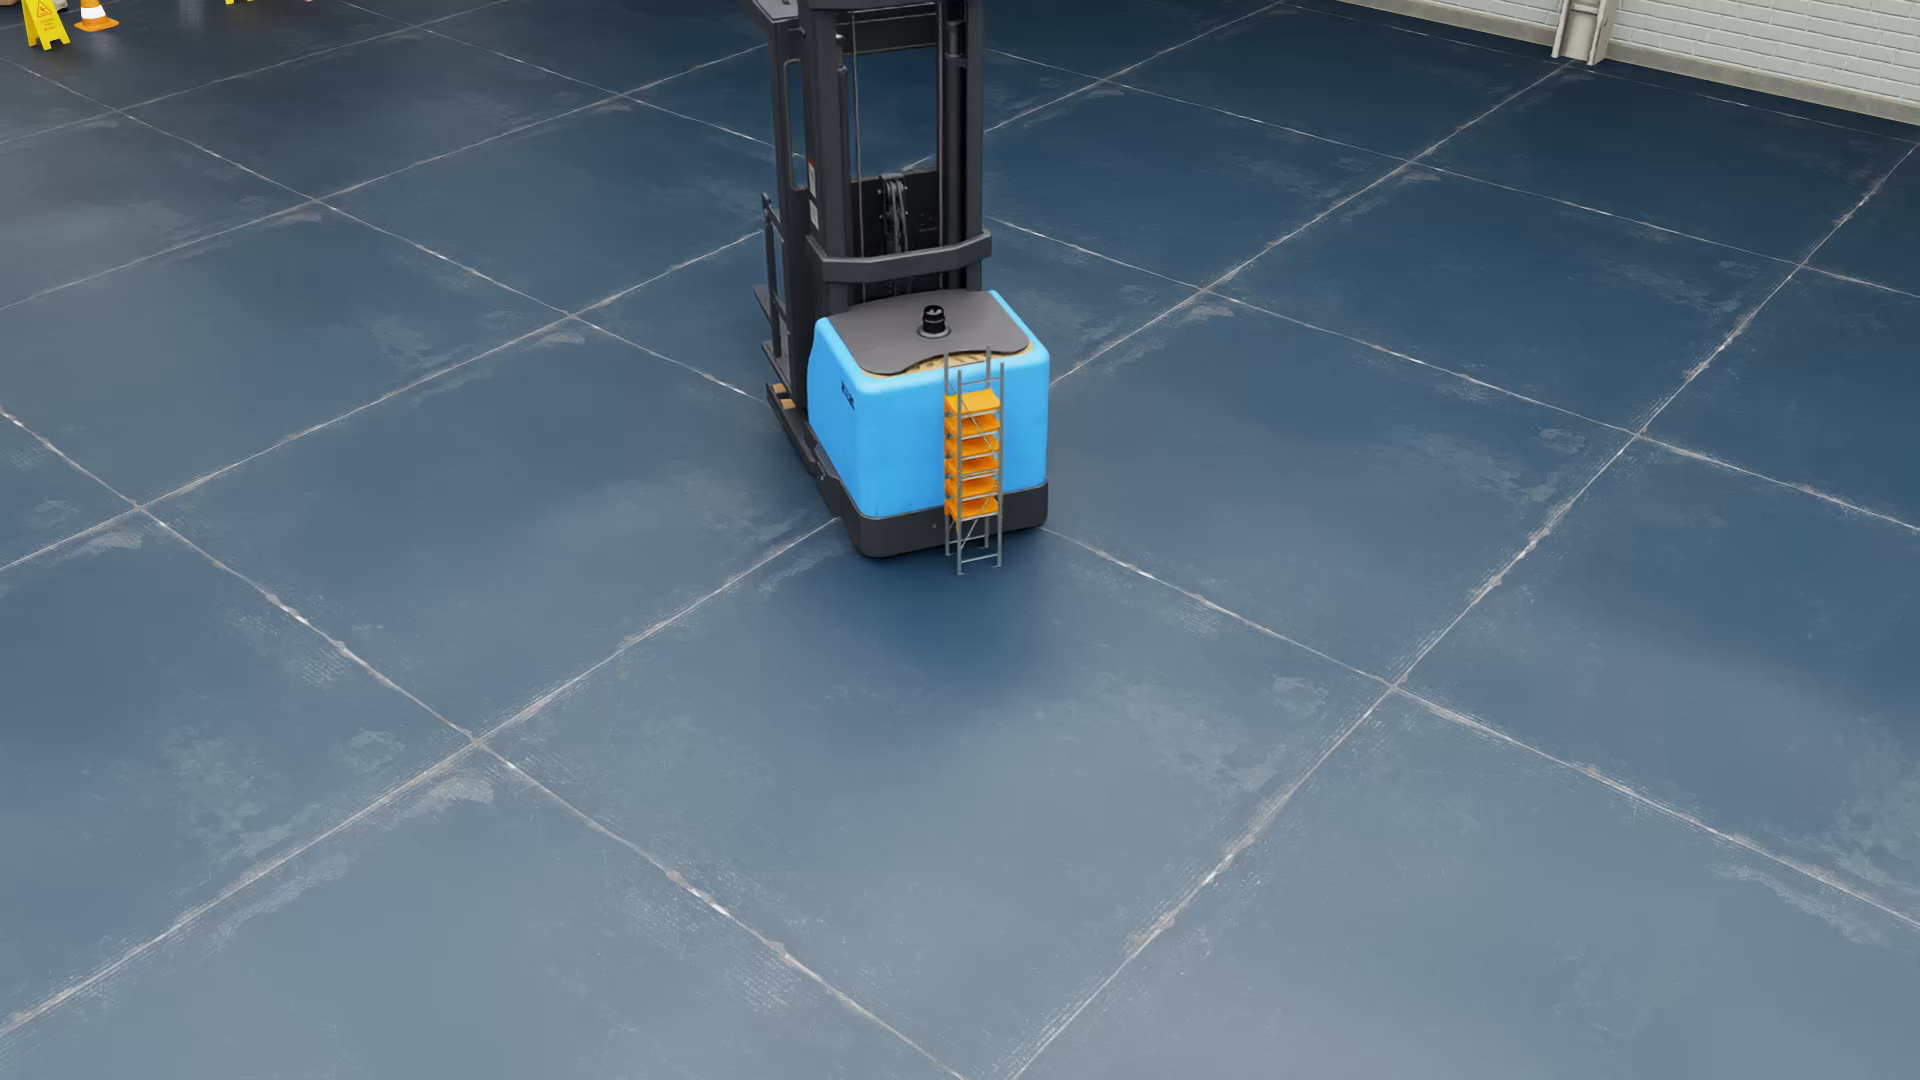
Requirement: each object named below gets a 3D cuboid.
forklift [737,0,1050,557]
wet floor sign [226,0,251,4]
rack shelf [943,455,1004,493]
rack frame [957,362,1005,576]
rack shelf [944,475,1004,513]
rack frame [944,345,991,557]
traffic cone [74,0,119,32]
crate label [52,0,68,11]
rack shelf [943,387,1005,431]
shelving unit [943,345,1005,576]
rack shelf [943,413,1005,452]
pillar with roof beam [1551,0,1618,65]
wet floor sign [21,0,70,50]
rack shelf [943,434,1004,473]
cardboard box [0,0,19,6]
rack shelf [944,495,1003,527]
[{"bbox_3d":[-0.515,-1.949,9.081,1.130,2.935,3.031,-12,36,-16],"label":"forklift"},{"bbox_3d":[-7.281,-5.722,16.594,0.267,0.644,0.232,-18,38,-25],"label":"wet floor sign"},{"bbox_3d":[0.068,-0.346,8.354,0.258,0.103,0.180,-12,36,-16],"label":"rack shelf"},{"bbox_3d":[0.100,-0.334,8.258,0.240,1.200,0.006,-12,36,-16],"label":"rack frame"},{"bbox_3d":[0.068,-0.247,8.422,0.258,0.103,0.180,-12,36,-16],"label":"rack shelf"},{"bbox_3d":[0.037,-0.431,8.400,0.240,1.200,0.006,-12,36,-16],"label":"rack frame"},{"bbox_3d":[-8.347,-5.170,15.951,0.334,0.463,0.336,25,42,32],"label":"traffic cone"},{"bbox_3d":[-8.991,-5.293,16.419,0.298,0.136,0.250,6,35,8],"label":"crate label"},{"bbox_3d":[0.068,-0.643,8.151,0.258,0.103,0.180,-12,36,-16],"label":"rack shelf"},{"bbox_3d":[0.068,-0.382,8.329,0.258,1.200,0.189,-12,36,-16],"label":"shelving unit"},{"bbox_3d":[0.068,-0.544,8.219,0.258,0.103,0.180,-12,36,-16],"label":"rack shelf"},{"bbox_3d":[2.940,-6.286,10.036,0.400,9.000,9.100,25,42,32],"label":"pillar with roof beam"},{"bbox_3d":[-8.543,-4.917,15.422,0.232,0.644,0.267,18,38,24],"label":"wet floor sign"},{"bbox_3d":[0.068,-0.445,8.287,0.258,0.103,0.180,-12,36,-16],"label":"rack shelf"},{"bbox_3d":[-9.712,-5.733,16.735,0.637,0.503,0.797,0,34,0],"label":"cardboard box"},{"bbox_3d":[0.068,-0.148,8.490,0.258,0.103,0.180,-12,36,-16],"label":"rack shelf"}]
